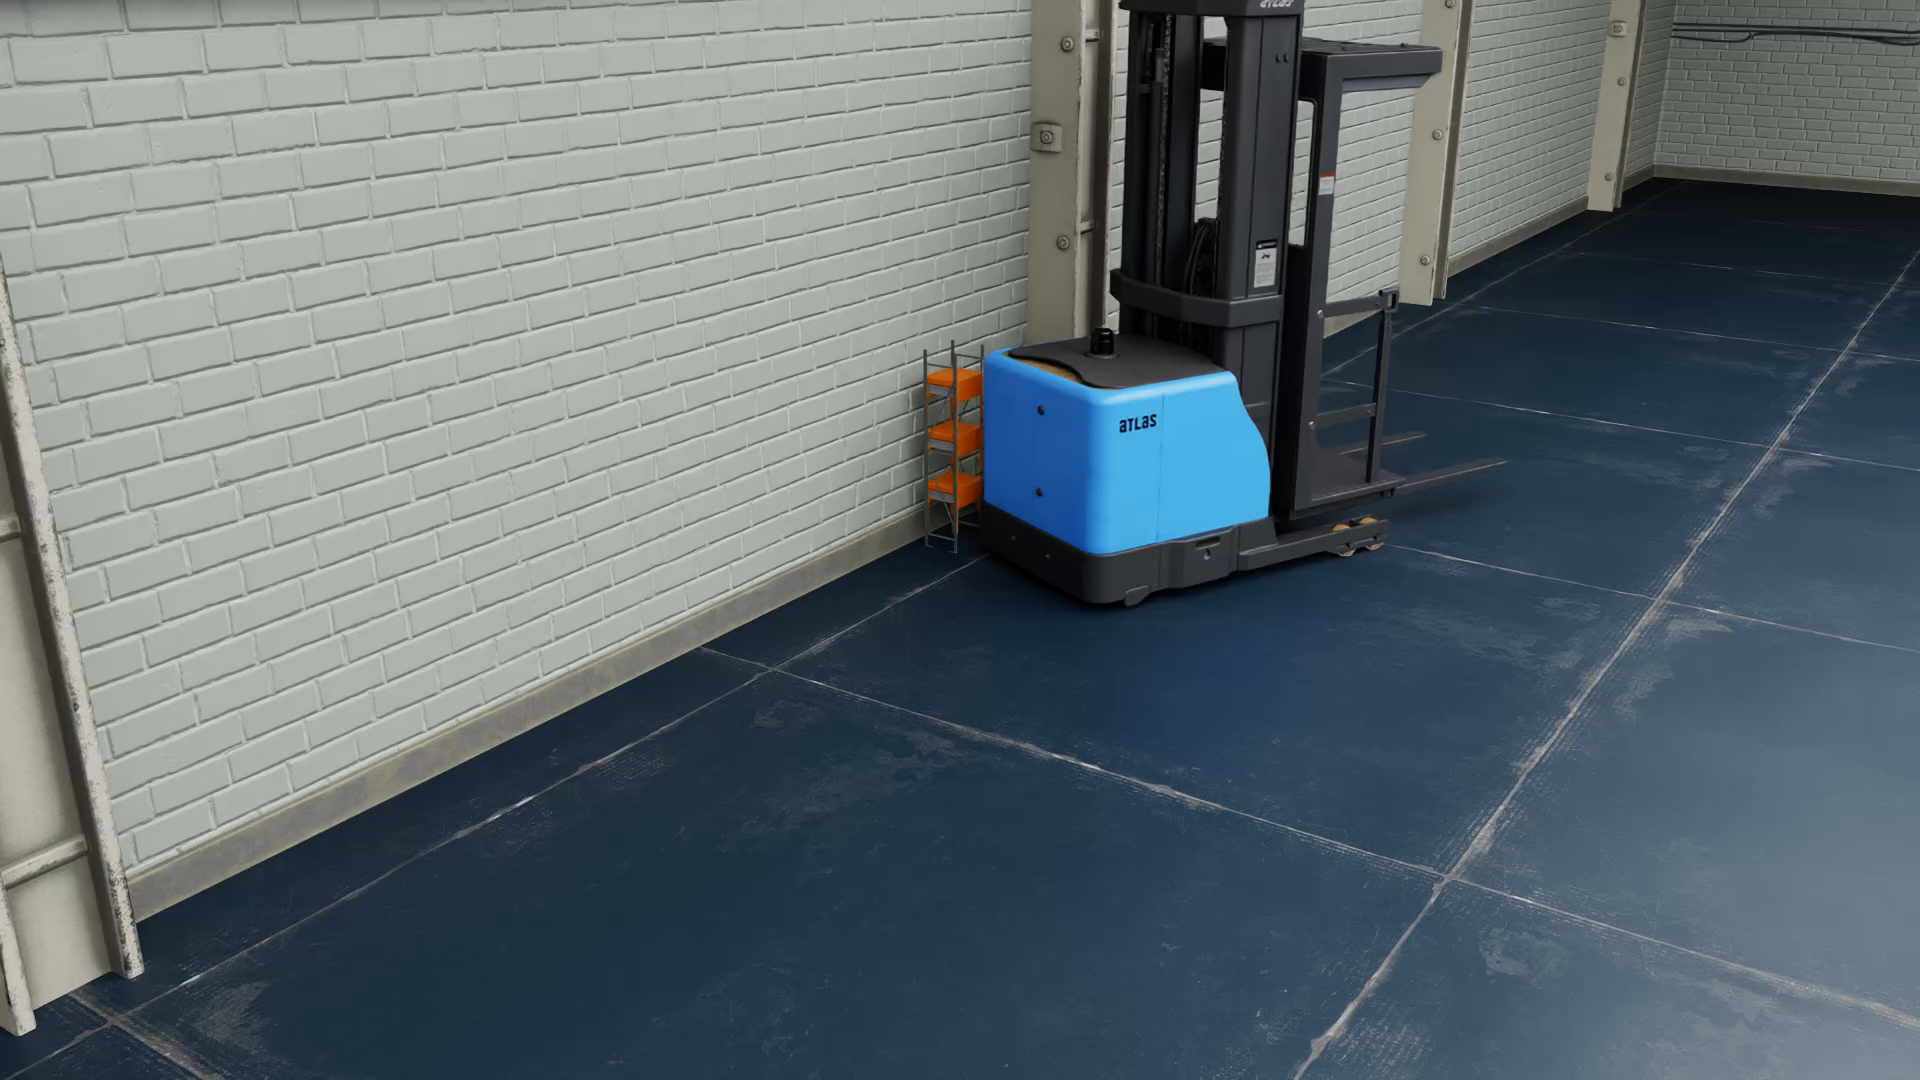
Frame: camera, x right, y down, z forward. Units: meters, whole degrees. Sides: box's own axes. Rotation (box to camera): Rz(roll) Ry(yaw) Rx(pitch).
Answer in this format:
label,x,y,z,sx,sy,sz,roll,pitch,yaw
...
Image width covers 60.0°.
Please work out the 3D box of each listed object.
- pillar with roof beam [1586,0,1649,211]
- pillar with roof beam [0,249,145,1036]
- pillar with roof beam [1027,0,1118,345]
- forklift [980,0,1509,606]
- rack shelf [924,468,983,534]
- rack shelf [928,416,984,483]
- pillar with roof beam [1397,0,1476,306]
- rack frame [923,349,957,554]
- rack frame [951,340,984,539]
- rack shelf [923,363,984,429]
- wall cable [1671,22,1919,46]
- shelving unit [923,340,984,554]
label,x,y,z,sx,sy,sz,roll,pitch,yaw
pillar with roof beam,10.916,-7.183,15.214,9.100,9.000,0.400,13,24,32
pillar with roof beam,0.798,-2.019,1.252,9.100,9.000,0.400,13,24,32
pillar with roof beam,4.171,-3.740,5.906,9.100,9.000,0.400,13,24,32
forklift,1.625,-1.429,8.404,3.031,2.935,1.130,-12,24,-30
rack shelf,-0.030,-0.206,8.641,0.215,0.259,0.240,13,24,32
rack shelf,-0.030,-0.467,8.545,0.215,0.259,0.240,13,24,32
pillar with roof beam,7.544,-5.462,10.560,9.100,9.000,0.400,13,24,32
rack frame,-0.099,-0.442,8.447,0.200,1.050,0.008,13,24,32
rack frame,0.039,-0.512,8.636,0.200,1.050,0.008,13,24,32
rack shelf,-0.030,-0.733,8.446,0.215,0.259,0.240,13,24,32
wall cable,10.106,-7.154,19.610,3.097,2.526,0.112,13,24,32
shelving unit,-0.030,-0.477,8.541,0.215,1.050,0.252,13,24,32
